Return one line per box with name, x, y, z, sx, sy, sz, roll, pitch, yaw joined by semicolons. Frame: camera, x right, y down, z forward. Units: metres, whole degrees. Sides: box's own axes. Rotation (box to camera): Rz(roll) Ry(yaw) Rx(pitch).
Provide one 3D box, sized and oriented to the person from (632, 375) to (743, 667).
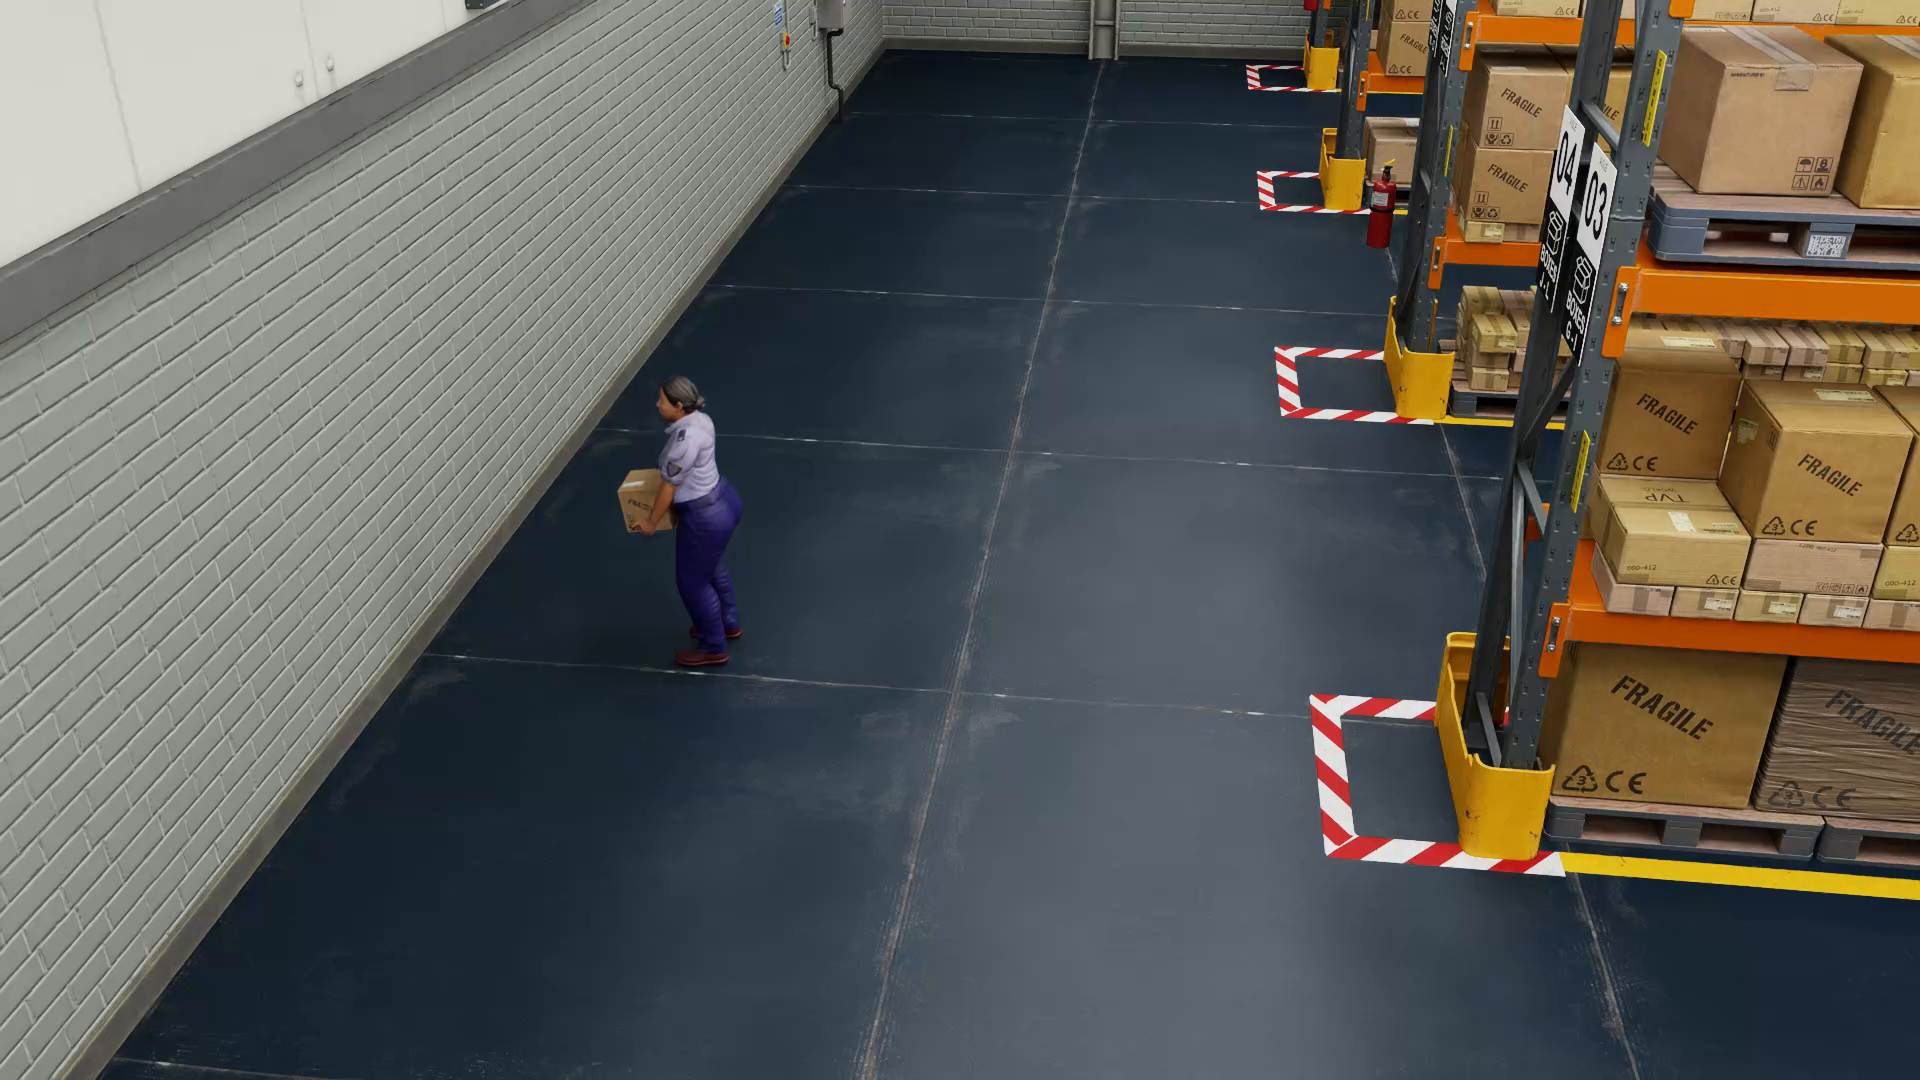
person;-1.452;-0.115;8.868;0.544;1.641;0.435;3;29;5
